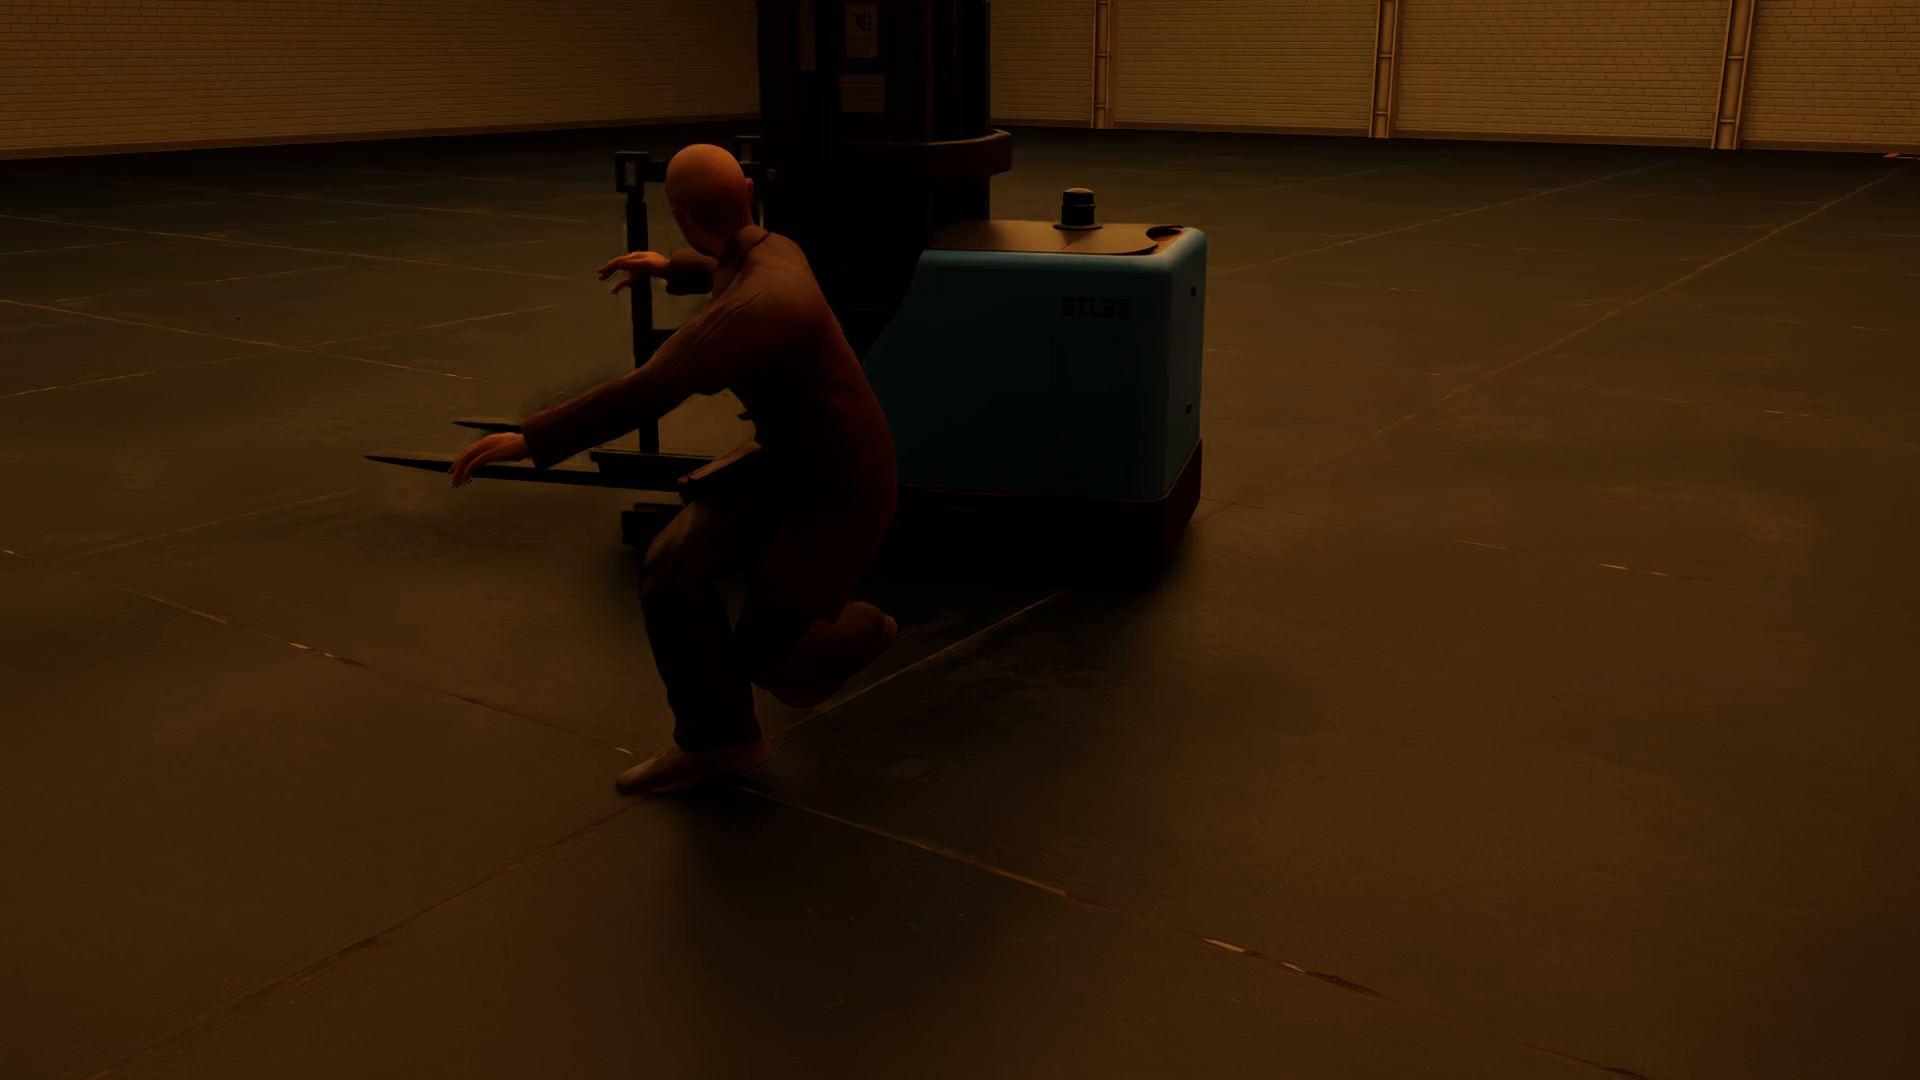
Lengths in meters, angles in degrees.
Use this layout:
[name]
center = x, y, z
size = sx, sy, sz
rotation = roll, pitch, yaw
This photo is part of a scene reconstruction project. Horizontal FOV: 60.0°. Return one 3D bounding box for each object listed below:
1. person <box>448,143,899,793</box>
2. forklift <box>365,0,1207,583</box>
[person]
center = -0.644, -0.153, 3.893
size = 1.185, 1.512, 0.875
rotation = -10, 19, -30
[forklift]
center = -0.680, -1.481, 5.786
size = 3.031, 2.935, 1.130
rotation = 4, 17, 15
